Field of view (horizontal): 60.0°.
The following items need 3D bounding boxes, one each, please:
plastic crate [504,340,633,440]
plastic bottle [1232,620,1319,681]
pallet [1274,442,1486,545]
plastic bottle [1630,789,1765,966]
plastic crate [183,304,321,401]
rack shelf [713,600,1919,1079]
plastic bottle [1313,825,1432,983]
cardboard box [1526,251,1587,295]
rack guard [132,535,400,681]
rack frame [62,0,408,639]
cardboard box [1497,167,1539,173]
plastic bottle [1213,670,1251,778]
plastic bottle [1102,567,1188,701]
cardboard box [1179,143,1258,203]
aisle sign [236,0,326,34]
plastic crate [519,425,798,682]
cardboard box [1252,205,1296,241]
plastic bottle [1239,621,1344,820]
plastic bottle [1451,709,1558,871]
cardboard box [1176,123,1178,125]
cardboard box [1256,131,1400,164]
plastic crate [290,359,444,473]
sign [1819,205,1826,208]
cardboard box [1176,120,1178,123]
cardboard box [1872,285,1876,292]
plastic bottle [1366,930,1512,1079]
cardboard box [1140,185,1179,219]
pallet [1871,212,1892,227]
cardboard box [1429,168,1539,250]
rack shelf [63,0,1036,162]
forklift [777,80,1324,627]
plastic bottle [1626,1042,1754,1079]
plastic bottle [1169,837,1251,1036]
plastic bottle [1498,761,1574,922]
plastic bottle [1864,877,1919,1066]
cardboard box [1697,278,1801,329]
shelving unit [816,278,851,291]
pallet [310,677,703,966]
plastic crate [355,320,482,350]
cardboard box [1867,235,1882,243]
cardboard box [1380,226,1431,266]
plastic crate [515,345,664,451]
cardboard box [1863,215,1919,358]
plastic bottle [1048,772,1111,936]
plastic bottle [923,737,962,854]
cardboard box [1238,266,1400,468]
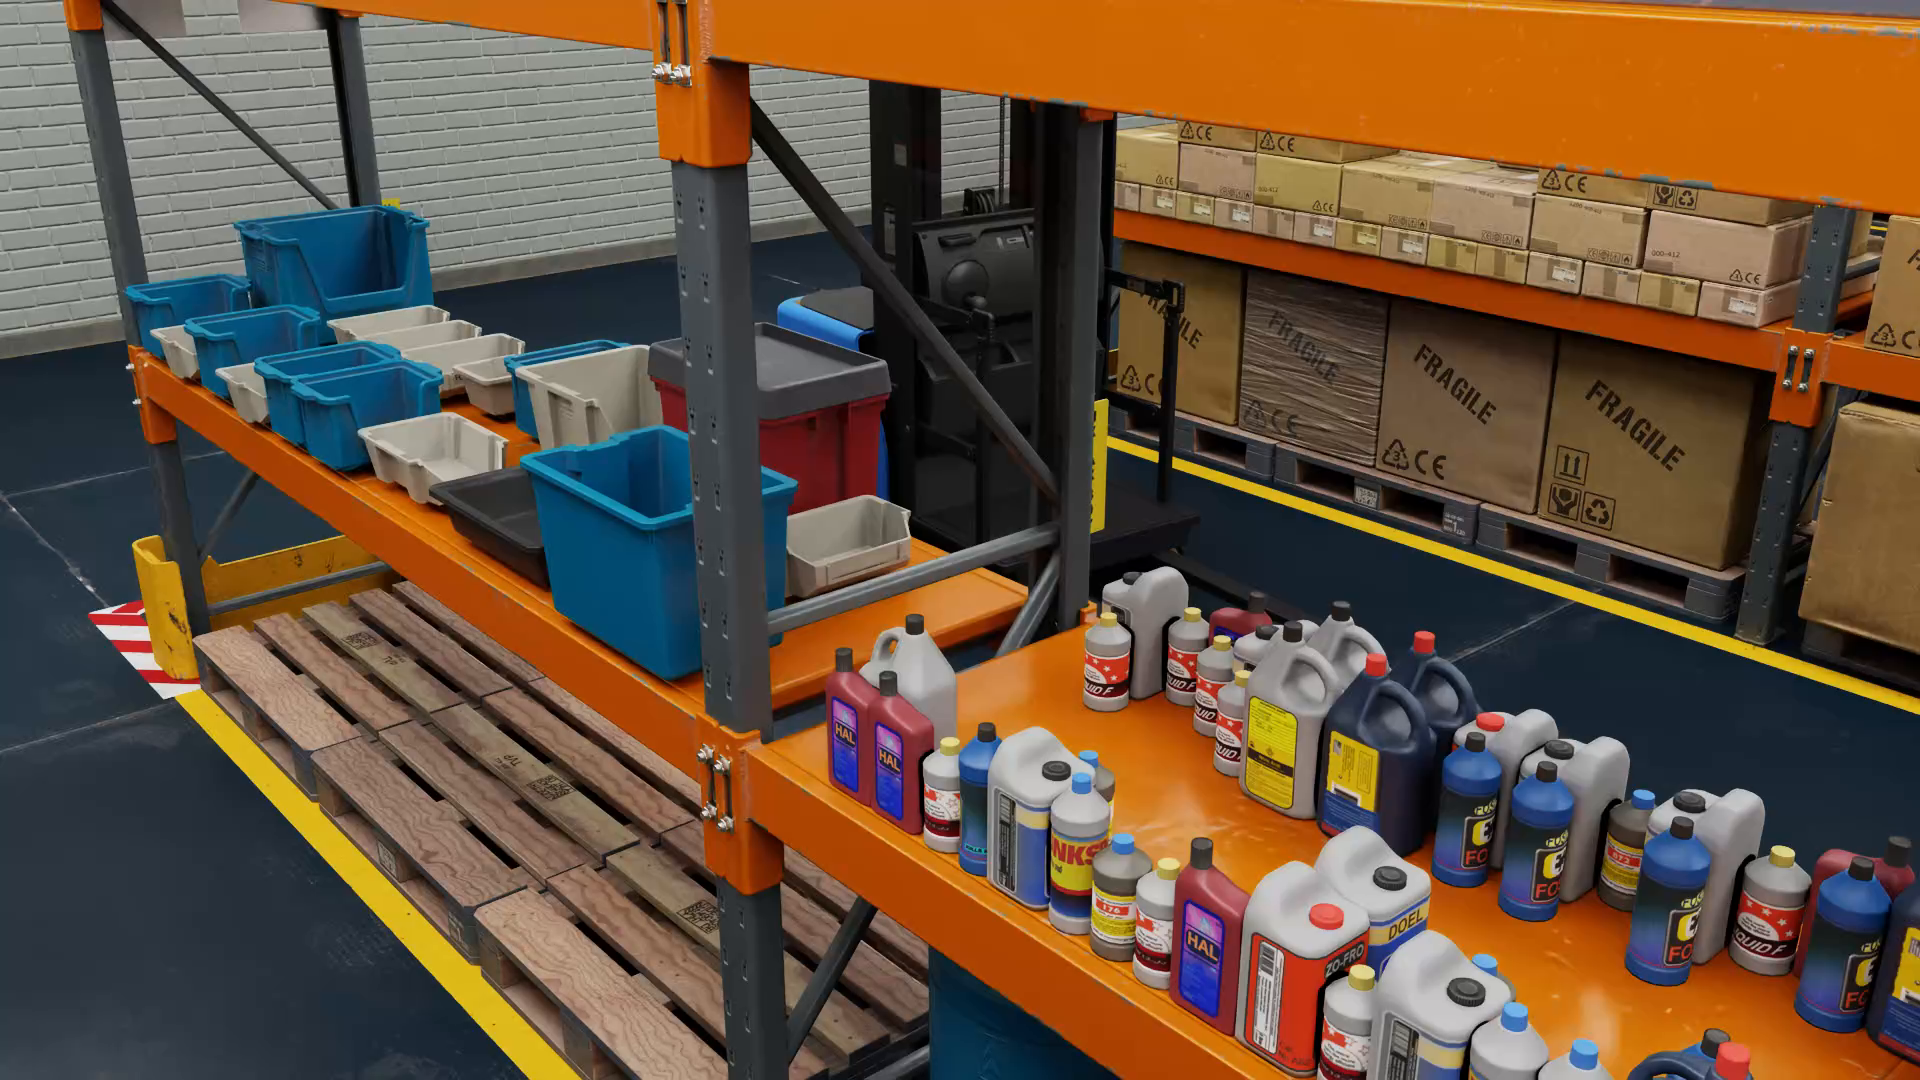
[{"bbox_3d":[-1.186,-0.457,5.184,0.416,0.233,0.300,-17,27,-37],"label":"plastic crate"},{"bbox_3d":[0.631,0.283,3.319,0.152,0.276,0.135,-17,27,-37],"label":"plastic bottle"},{"bbox_3d":[2.405,-0.354,8.600,1.003,0.211,1.213,-17,27,-37],"label":"pallet"},{"bbox_3d":[1.199,0.523,2.705,0.152,0.276,0.135,-17,27,-37],"label":"plastic bottle"},{"bbox_3d":[-2.380,-0.634,5.638,0.416,0.233,0.300,-17,27,-37],"label":"plastic crate"},{"bbox_3d":[1.195,0.980,2.356,1.077,0.370,4.000,-17,27,-37],"label":"rack shelf"},{"bbox_3d":[0.623,0.588,2.540,0.152,0.276,0.135,-17,27,-37],"label":"plastic bottle"},{"bbox_3d":[2.692,-1.189,7.252,0.380,0.149,0.250,-17,27,-36],"label":"cardboard box"},{"bbox_3d":[-2.747,0.147,6.922,1.175,0.500,0.348,-17,27,-37],"label":"rack guard"},{"bbox_3d":[-2.721,-1.013,6.457,1.000,3.000,0.127,-17,27,-37],"label":"rack frame"},{"bbox_3d":[2.871,-1.628,7.826,0.500,0.250,0.500,-17,27,-36],"label":"cardboard box"},{"bbox_3d":[0.548,0.352,3.244,0.097,0.201,0.097,0,21,0],"label":"plastic bottle"},{"bbox_3d":[0.392,0.182,3.577,0.152,0.276,0.135,-17,27,-37],"label":"plastic bottle"},{"bbox_3d":[1.484,-1.922,8.575,0.500,0.250,0.500,-18,28,-38],"label":"cardboard box"},{"bbox_3d":[-2.546,-2.313,6.212,0.394,0.787,0.004,-17,27,-37],"label":"aisle sign"},{"bbox_3d":[-0.673,0.024,3.750,0.392,0.384,0.575,-17,27,-37],"label":"plastic crate"},{"bbox_3d":[1.685,-1.615,8.339,0.380,0.149,0.250,-18,28,-38],"label":"cardboard box"},{"bbox_3d":[0.629,0.326,3.108,0.144,0.351,0.185,-17,27,-37],"label":"plastic bottle"},{"bbox_3d":[0.960,0.422,2.963,0.152,0.276,0.135,-17,27,-37],"label":"plastic bottle"},{"bbox_3d":[1.549,-2.190,9.260,0.500,0.250,0.500,-18,28,-38],"label":"cardboard box"},{"bbox_3d":[1.809,-2.133,8.087,0.500,0.500,0.500,-18,28,-39],"label":"cardboard box"},{"bbox_3d":[-1.754,-0.370,4.962,0.416,0.233,0.300,-17,27,-37],"label":"plastic crate"},{"bbox_3d":[3.223,-1.394,6.135,0.100,0.325,0.005,-17,27,-37],"label":"sign"},{"bbox_3d":[1.548,-2.538,9.120,0.500,0.500,0.500,-17,27,-37],"label":"cardboard box"},{"bbox_3d":[6.215,-1.637,10.975,0.380,0.149,0.250,-19,28,-40],"label":"cardboard box"},{"bbox_3d":[0.659,0.688,2.283,0.152,0.276,0.135,-17,27,-37],"label":"plastic bottle"},{"bbox_3d":[1.181,-1.828,8.882,0.380,0.149,0.250,-18,28,-38],"label":"cardboard box"},{"bbox_3d":[9.120,-3.050,15.483,1.003,0.211,1.213,-17,27,-37],"label":"pallet"},{"bbox_3d":[2.482,-1.498,7.495,0.500,0.250,0.500,-17,27,-36],"label":"cardboard box"},{"bbox_3d":[-1.416,-1.522,4.631,1.077,0.370,4.000,-17,27,-37],"label":"rack shelf"},{"bbox_3d":[0.351,-1.177,6.971,1.130,2.935,3.031,-14,25,-32],"label":"forklift"},{"bbox_3d":[0.888,0.752,2.017,0.144,0.351,0.185,-17,27,-37],"label":"plastic bottle"},{"bbox_3d":[0.386,0.595,2.513,0.061,0.283,0.133,-17,27,-37],"label":"plastic bottle"},{"bbox_3d":[0.965,0.496,2.780,0.097,0.271,0.097,0,21,0],"label":"plastic bottle"},{"bbox_3d":[1.457,0.596,2.418,0.144,0.351,0.185,-17,27,-37],"label":"plastic bottle"},{"bbox_3d":[3.195,-0.976,6.708,0.380,0.149,0.250,-17,27,-37],"label":"cardboard box"},{"bbox_3d":[-0.577,-0.797,8.579,0.215,1.050,0.252,-14,25,-32],"label":"shelving unit"},{"bbox_3d":[-1.420,0.859,5.500,1.003,0.211,1.213,-17,27,-37],"label":"pallet"},{"bbox_3d":[-1.873,-0.652,5.816,0.396,0.136,0.243,-17,27,-37],"label":"plastic crate"},{"bbox_3d":[6.205,-2.033,11.579,0.380,0.149,0.250,-19,28,-39],"label":"cardboard box"},{"bbox_3d":[2.191,-1.402,7.794,0.380,0.149,0.250,-17,27,-37],"label":"cardboard box"},{"bbox_3d":[-0.967,-0.346,4.835,0.437,0.282,0.530,-17,27,-37],"label":"plastic crate"},{"bbox_3d":[3.753,-0.947,6.151,0.500,0.500,0.500,-17,27,-37],"label":"cardboard box"},{"bbox_3d":[0.197,0.510,2.745,0.097,0.271,0.097,0,21,0],"label":"plastic bottle"},{"bbox_3d":[-0.018,0.452,2.990,0.097,0.201,0.097,0,21,0],"label":"plastic bottle"},{"bbox_3d":[2.104,-0.989,8.734,0.875,0.875,0.875,-17,27,-37],"label":"cardboard box"}]
